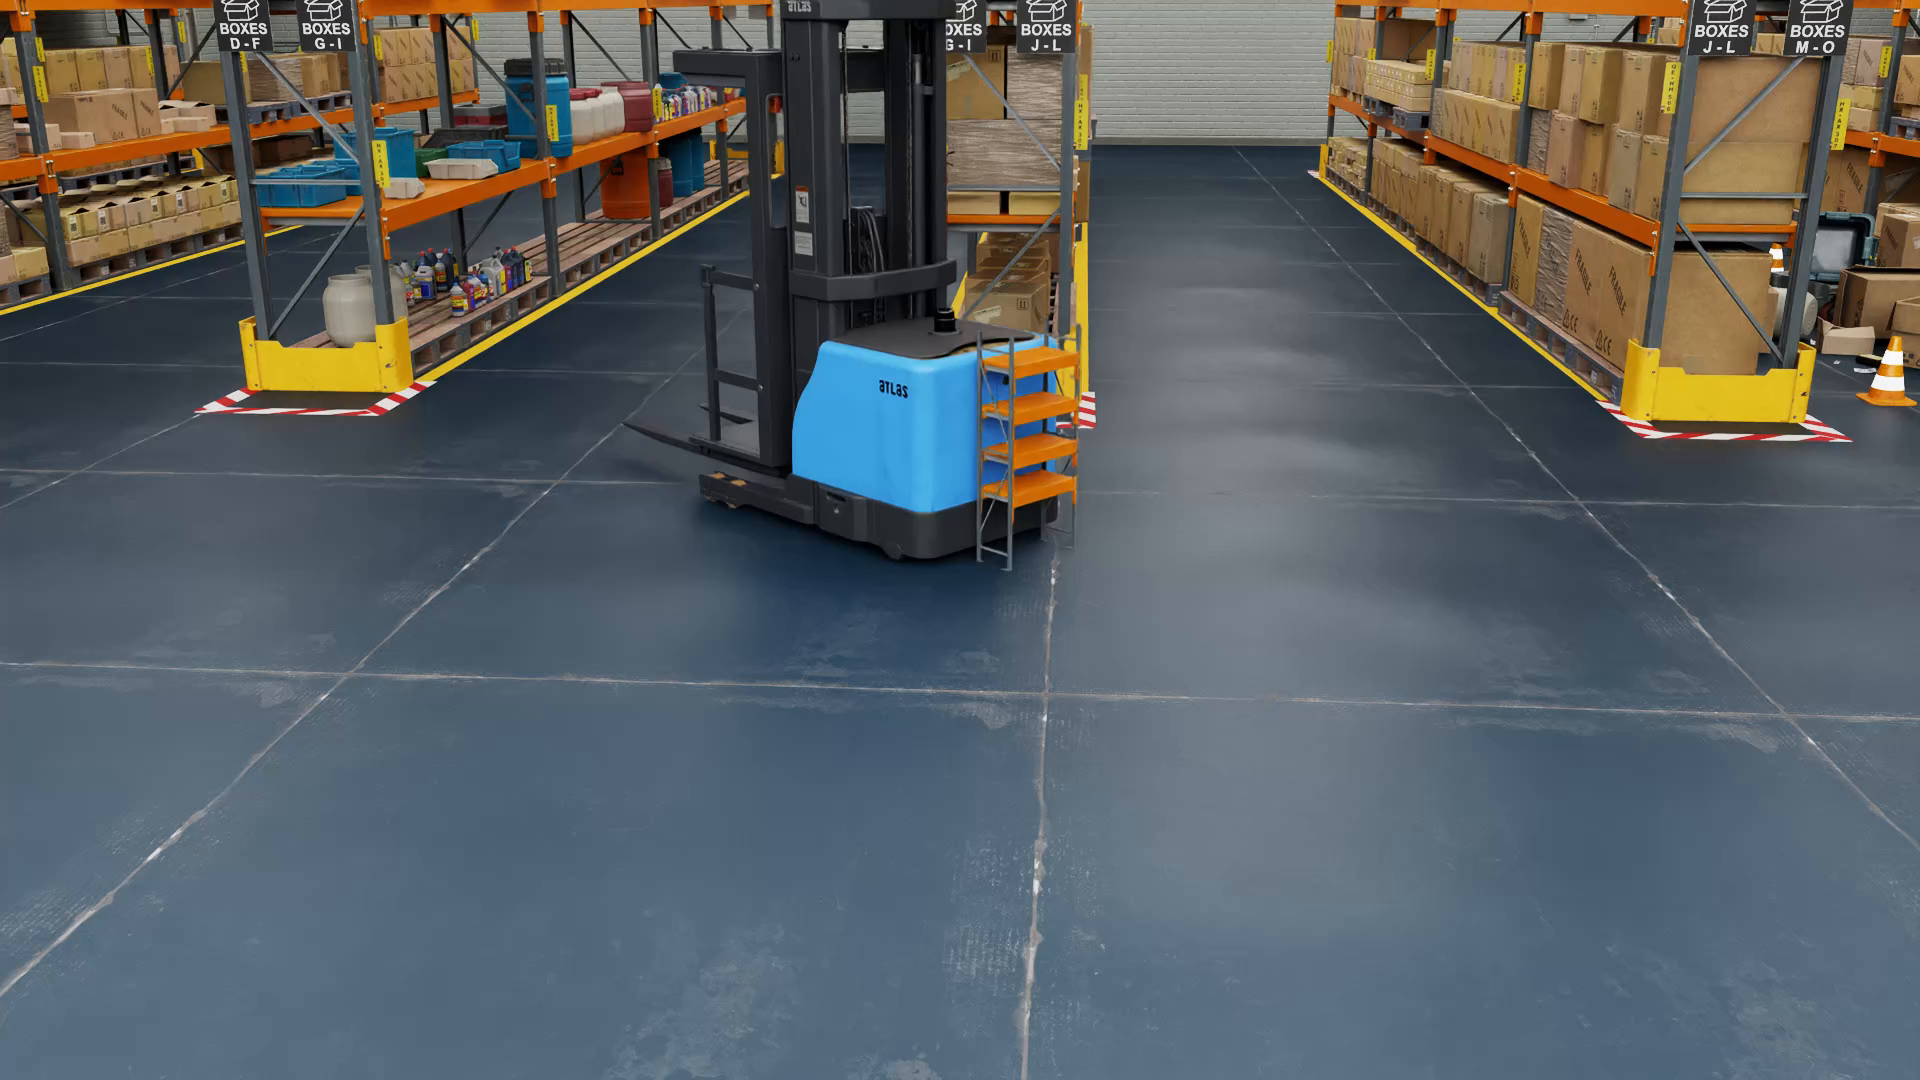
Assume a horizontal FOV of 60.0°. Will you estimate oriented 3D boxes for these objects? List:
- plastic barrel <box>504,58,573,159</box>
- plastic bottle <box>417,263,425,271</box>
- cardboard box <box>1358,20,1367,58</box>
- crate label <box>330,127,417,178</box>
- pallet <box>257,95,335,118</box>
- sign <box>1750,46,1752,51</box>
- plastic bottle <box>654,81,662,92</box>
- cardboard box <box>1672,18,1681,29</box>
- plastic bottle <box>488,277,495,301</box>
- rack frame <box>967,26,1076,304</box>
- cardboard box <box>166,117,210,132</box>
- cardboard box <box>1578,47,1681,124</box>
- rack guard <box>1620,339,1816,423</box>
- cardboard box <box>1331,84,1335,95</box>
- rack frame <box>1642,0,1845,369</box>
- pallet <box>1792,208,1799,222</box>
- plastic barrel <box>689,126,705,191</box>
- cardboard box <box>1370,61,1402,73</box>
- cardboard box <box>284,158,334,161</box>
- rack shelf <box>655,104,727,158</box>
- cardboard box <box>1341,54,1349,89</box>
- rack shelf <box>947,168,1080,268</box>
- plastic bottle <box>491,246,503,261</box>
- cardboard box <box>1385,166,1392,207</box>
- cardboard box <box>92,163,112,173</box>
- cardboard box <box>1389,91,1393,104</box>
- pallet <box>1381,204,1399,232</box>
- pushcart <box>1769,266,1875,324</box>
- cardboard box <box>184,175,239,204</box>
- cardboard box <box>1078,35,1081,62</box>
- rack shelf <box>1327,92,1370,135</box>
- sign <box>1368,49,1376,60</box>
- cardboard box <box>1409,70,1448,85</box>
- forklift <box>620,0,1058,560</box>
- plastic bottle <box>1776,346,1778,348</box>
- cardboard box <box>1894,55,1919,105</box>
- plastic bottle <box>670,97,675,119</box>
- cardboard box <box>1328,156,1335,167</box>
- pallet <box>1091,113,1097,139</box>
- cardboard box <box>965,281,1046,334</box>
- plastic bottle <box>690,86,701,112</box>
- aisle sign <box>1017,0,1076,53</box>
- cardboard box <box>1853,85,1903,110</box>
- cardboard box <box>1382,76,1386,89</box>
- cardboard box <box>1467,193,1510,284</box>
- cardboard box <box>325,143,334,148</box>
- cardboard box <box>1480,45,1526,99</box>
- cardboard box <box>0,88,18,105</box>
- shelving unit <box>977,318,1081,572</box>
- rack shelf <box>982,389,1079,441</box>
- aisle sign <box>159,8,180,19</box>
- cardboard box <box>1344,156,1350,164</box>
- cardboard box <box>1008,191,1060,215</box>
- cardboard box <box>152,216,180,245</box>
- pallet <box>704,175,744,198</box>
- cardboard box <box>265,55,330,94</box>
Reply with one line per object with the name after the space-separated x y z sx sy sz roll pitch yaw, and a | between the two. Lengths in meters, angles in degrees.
-4.041 -4.143 15.946 0.600 0.901 0.708 1 18 4 | plastic barrel
-4.829 -2.358 14.977 0.097 0.271 0.097 0 18 0 | plastic bottle
5.879 -7.001 23.226 0.500 0.500 0.500 1 18 2 | cardboard box
-4.795 -3.144 13.644 0.502 0.435 0.616 1 18 4 | crate label
-8.889 -5.659 21.684 1.003 0.211 1.213 1 18 4 | pallet
10.474 -6.406 22.137 0.100 0.325 0.005 1 18 4 | sign
-4.149 -6.138 22.919 0.144 0.351 0.185 1 18 4 | plastic bottle
10.932 -7.753 24.958 0.380 0.149 0.250 2 18 6 | cardboard box
-4.163 -2.217 14.660 0.097 0.201 0.097 0 18 0 | plastic bottle
0.570 -3.681 15.341 1.000 3.000 0.127 1 18 4 | rack frame
-8.813 -4.741 18.978 0.380 0.149 0.250 1 18 4 | cardboard box
5.319 -3.507 12.833 0.875 0.550 0.500 1 18 4 | cardboard box
5.221 -1.102 11.482 1.175 0.500 0.348 1 18 4 | rack guard
6.020 -7.053 26.035 0.380 0.149 0.250 1 18 3 | cardboard box
5.223 -2.297 11.116 1.000 3.000 0.127 1 18 4 | rack frame
10.963 -3.998 20.786 1.003 0.211 1.213 1 18 4 | pallet
-3.853 -5.310 23.008 0.600 0.901 0.708 1 18 4 | plastic barrel
5.582 -6.188 21.764 0.380 0.149 0.250 2 18 5 | cardboard box
-8.601 -4.783 22.010 0.500 0.500 0.500 1 18 2 | cardboard box
-3.940 -5.314 21.477 1.077 0.370 4.000 1 18 4 | rack shelf
6.001 -7.003 24.840 0.500 0.500 0.500 2 18 5 | cardboard box
0.426 -2.718 13.557 1.077 0.370 4.000 1 18 4 | rack shelf
-4.273 -2.539 15.402 0.144 0.351 0.185 1 18 4 | plastic bottle
5.705 -4.485 21.132 0.500 0.500 0.500 2 18 5 | cardboard box
-13.483 -5.895 25.437 0.700 0.500 0.500 1 18 3 | cardboard box
5.470 -5.423 20.386 0.380 0.149 0.250 2 18 6 | cardboard box
5.944 -4.077 21.026 1.003 0.211 1.213 1 18 4 | pallet
8.176 -2.249 15.182 1.648 0.377 0.936 -5 19 -15 | pushcart
-8.816 -4.137 19.573 0.500 0.311 0.500 2 18 5 | cardboard box
0.777 -4.044 14.204 0.500 0.500 0.500 1 18 4 | cardboard box
6.226 -6.303 24.497 1.077 0.370 4.000 1 18 4 | rack shelf
5.541 -6.445 22.385 0.100 0.325 0.005 1 18 4 | sign
5.374 -5.307 19.075 0.380 0.149 0.250 1 18 2 | cardboard box
-0.856 -1.667 9.305 1.130 2.935 3.031 -17 25 -41 | forklift
6.800 -1.552 13.561 0.283 0.061 0.133 -5 19 -15 | plastic bottle
10.478 -4.956 17.919 0.500 0.500 0.500 1 18 2 | cardboard box
-3.629 -5.423 20.862 0.097 0.271 0.097 0 18 0 | plastic bottle
6.013 -5.955 26.185 0.380 0.149 0.250 2 18 5 | cardboard box
0.912 -4.609 18.479 1.213 0.211 1.003 1 18 4 | pallet
0.344 -1.644 12.464 0.500 0.500 0.500 5 19 14 | cardboard box
-3.550 -5.903 22.200 0.144 0.351 0.185 1 18 4 | plastic bottle
0.578 -3.648 11.065 0.394 0.787 0.004 1 18 4 | aisle sign
10.522 -5.025 18.879 0.500 0.250 0.500 1 18 4 | cardboard box
5.507 -5.726 20.831 0.380 0.149 0.250 1 18 3 | cardboard box
5.464 -2.865 15.786 1.050 0.750 0.750 1 18 4 | cardboard box
-8.980 -5.593 24.482 0.500 0.500 0.500 1 18 4 | cardboard box
5.648 -4.690 16.652 0.700 0.500 0.500 1 18 3 | cardboard box
-9.117 -4.170 15.630 0.380 0.149 0.250 1 18 4 | cardboard box
0.349 -0.489 8.489 0.503 1.200 0.258 -17 25 -42 | shelving unit
0.349 -0.638 8.440 0.480 0.148 0.258 -17 25 -42 | rack shelf
-13.088 -8.991 27.370 0.394 0.787 0.004 1 18 4 | aisle sign
6.020 -5.772 25.147 0.380 0.149 0.250 0 18 1 | cardboard box
0.541 -2.403 11.842 0.380 0.149 0.250 1 18 4 | cardboard box
-8.925 -3.394 18.205 0.500 0.250 0.500 2 18 5 | cardboard box
-3.783 -5.181 24.395 1.003 0.211 1.213 1 18 4 | pallet
-8.981 -6.278 22.431 0.700 0.500 0.500 4 19 13 | cardboard box
